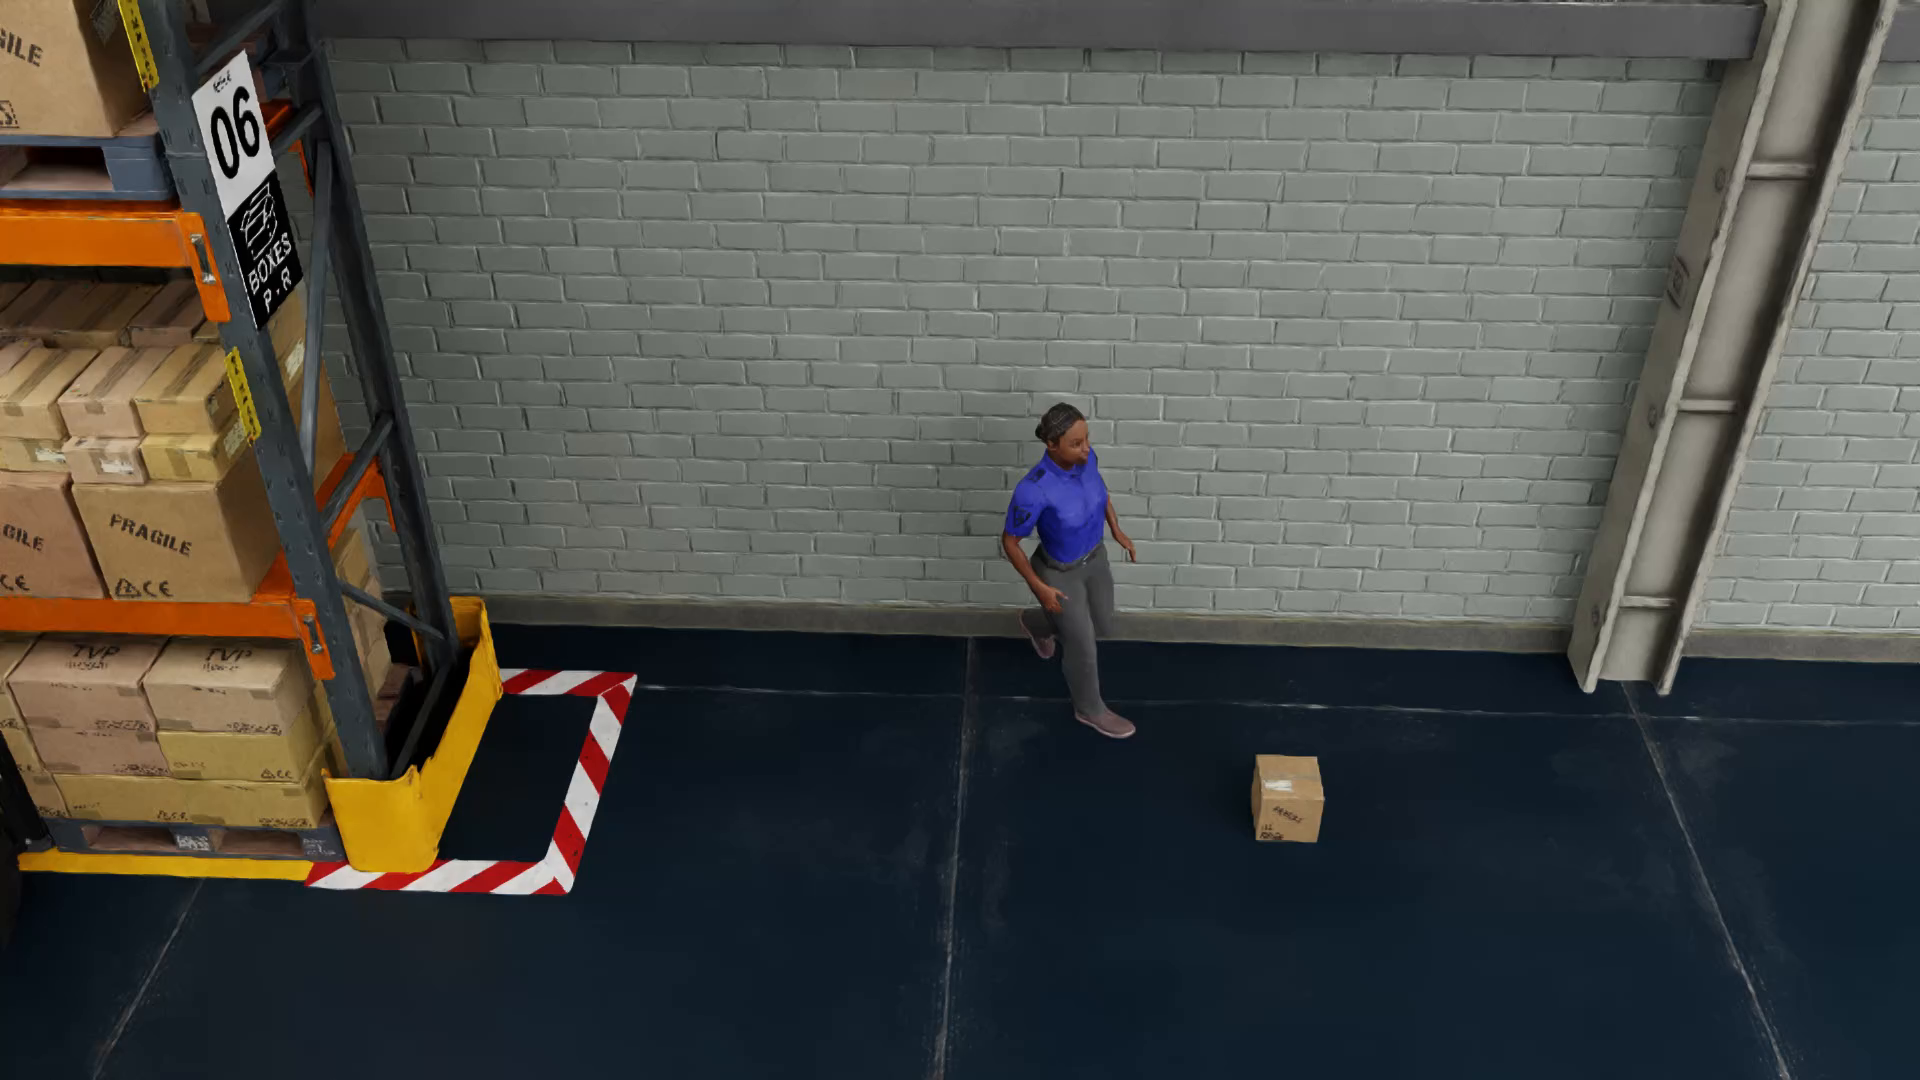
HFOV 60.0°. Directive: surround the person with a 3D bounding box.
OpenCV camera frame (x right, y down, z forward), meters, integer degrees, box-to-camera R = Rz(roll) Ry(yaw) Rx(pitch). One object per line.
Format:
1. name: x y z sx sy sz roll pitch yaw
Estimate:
1. person: 0.423 0.114 6.953 0.720 1.634 0.586 28 45 33
